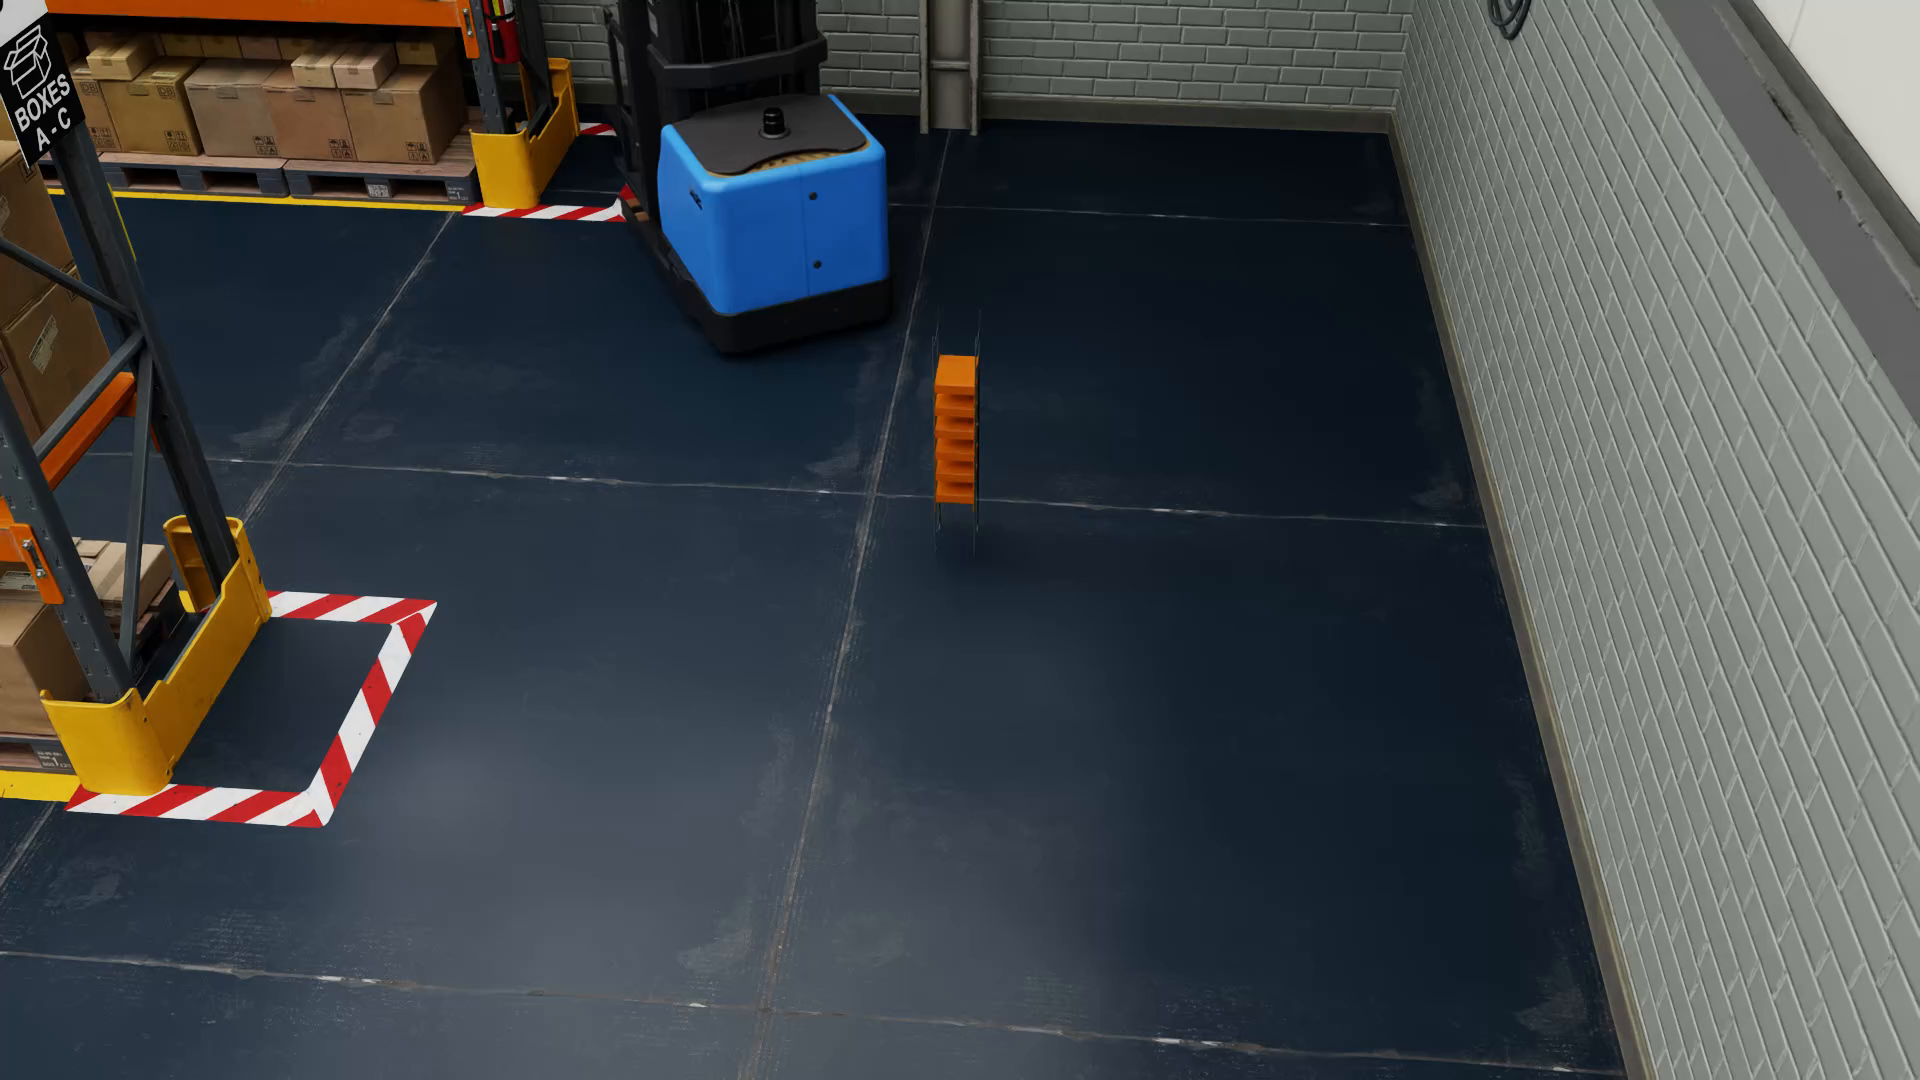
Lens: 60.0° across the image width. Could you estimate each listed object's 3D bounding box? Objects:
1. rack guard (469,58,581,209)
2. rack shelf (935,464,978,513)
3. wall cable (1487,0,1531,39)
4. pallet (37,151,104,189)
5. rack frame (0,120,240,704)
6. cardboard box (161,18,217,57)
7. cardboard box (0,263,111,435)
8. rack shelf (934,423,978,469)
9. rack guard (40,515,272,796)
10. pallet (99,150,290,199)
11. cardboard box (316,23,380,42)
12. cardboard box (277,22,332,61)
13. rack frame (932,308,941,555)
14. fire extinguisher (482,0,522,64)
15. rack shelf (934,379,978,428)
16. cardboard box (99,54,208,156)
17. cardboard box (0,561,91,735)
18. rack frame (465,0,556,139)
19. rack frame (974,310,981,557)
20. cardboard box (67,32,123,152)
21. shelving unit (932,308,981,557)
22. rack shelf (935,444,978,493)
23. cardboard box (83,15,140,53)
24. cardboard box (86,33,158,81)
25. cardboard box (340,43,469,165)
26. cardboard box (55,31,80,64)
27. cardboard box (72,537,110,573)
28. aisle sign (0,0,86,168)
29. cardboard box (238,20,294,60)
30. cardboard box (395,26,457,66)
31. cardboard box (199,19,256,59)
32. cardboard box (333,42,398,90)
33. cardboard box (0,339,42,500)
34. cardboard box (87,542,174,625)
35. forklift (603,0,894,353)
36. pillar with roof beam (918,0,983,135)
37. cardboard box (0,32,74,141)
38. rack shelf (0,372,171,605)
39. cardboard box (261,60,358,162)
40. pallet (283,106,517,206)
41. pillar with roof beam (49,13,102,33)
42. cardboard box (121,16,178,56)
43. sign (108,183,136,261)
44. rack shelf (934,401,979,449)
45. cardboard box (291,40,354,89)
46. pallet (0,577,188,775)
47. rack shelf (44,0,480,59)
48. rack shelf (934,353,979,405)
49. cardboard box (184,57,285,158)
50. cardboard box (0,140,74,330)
[{"bbox_3d":[-2.802,-2.652,10.782,0.348,0.500,1.175,3,39,4],"label":"rack guard"},{"bbox_3d":[-0.014,-0.246,7.722,0.180,0.103,0.258,3,39,4],"label":"rack shelf"},{"bbox_3d":[2.778,-4.212,8.427,0.112,2.526,3.097,3,39,4],"label":"wall cable"},{"bbox_3d":[-6.060,-2.668,11.031,1.213,0.211,1.003,3,39,4],"label":"pallet"},{"bbox_3d":[-3.250,-0.507,6.167,0.127,3.000,1.000,3,39,4],"label":"rack frame"},{"bbox_3d":[-4.906,-3.244,10.663,0.250,0.149,0.380,2,39,3],"label":"cardboard box"},{"bbox_3d":[-3.669,-0.736,6.369,0.500,0.500,0.500,4,39,5],"label":"cardboard box"},{"bbox_3d":[-0.014,-0.432,7.571,0.180,0.103,0.258,3,39,4],"label":"rack shelf"},{"bbox_3d":[-3.325,0.458,6.961,0.348,0.500,1.175,3,39,4],"label":"rack guard"},{"bbox_3d":[-4.841,-2.603,10.952,1.213,0.211,1.003,3,39,4],"label":"pallet"},{"bbox_3d":[-3.895,-3.189,10.596,0.250,0.149,0.380,3,39,4],"label":"cardboard box"},{"bbox_3d":[-4.144,-3.203,10.613,0.250,0.149,0.380,3,39,4],"label":"cardboard box"},{"bbox_3d":[-0.106,-0.471,7.549,0.006,1.200,0.240,3,39,4],"label":"rack frame"},{"bbox_3d":[-2.716,-3.149,9.770,0.183,0.674,0.296,3,39,4],"label":"fire extinguisher"},{"bbox_3d":[-0.014,-0.618,7.419,0.180,0.103,0.258,3,39,4],"label":"rack shelf"},{"bbox_3d":[-5.063,-2.870,10.717,0.500,0.500,0.700,4,39,5],"label":"cardboard box"},{"bbox_3d":[-3.813,0.417,6.663,0.500,0.500,0.500,3,39,4],"label":"cardboard box"},{"bbox_3d":[-2.826,-3.622,9.995,0.127,3.000,1.000,3,39,4],"label":"rack frame"},{"bbox_3d":[0.077,-0.461,7.537,0.006,1.200,0.240,3,39,4],"label":"rack frame"},{"bbox_3d":[-5.575,-2.899,10.754,0.500,0.500,0.700,3,39,3],"label":"cardboard box"},{"bbox_3d":[-0.014,-0.466,7.543,0.189,1.200,0.258,3,39,4],"label":"shelving unit"},{"bbox_3d":[-0.014,-0.339,7.646,0.180,0.103,0.258,3,39,4],"label":"rack shelf"},{"bbox_3d":[-5.414,-3.272,10.697,0.250,0.149,0.380,2,39,2],"label":"cardboard box"},{"bbox_3d":[-5.229,-3.018,10.386,0.250,0.149,0.380,2,39,3],"label":"cardboard box"},{"bbox_3d":[-3.532,-2.791,10.621,0.500,0.500,0.700,3,39,4],"label":"cardboard box"},{"bbox_3d":[-5.749,-3.047,10.421,0.250,0.149,0.380,4,39,5],"label":"cardboard box"},{"bbox_3d":[-3.886,0.169,7.233,0.250,0.166,0.380,3,39,4],"label":"cardboard box"},{"bbox_3d":[-3.156,-1.696,5.569,0.004,0.787,0.394,3,39,4],"label":"aisle sign"},{"bbox_3d":[-4.398,-3.216,10.629,0.250,0.149,0.380,4,39,4],"label":"cardboard box"},{"bbox_3d":[-3.390,-3.162,10.562,0.250,0.149,0.380,3,39,4],"label":"cardboard box"},{"bbox_3d":[-4.653,-3.230,10.646,0.250,0.149,0.380,4,39,4],"label":"cardboard box"},{"bbox_3d":[-3.676,-2.935,10.284,0.250,0.149,0.380,3,39,3],"label":"cardboard box"},{"bbox_3d":[-3.719,-0.399,5.955,0.500,0.500,0.500,4,39,5],"label":"cardboard box"},{"bbox_3d":[-3.637,0.189,7.222,0.250,0.149,0.380,3,39,4],"label":"cardboard box"},{"bbox_3d":[-1.448,-3.082,9.386,1.130,2.935,3.031,-16,42,-19],"label":"forklift"},{"bbox_3d":[-0.433,-3.639,5.262,0.400,9.000,9.100,3,39,4],"label":"pillar with roof beam"},{"bbox_3d":[-6.075,-2.929,10.790,0.500,0.500,0.700,4,39,4],"label":"cardboard box"},{"bbox_3d":[-5.242,-0.337,6.528,4.000,0.370,1.077,3,39,4],"label":"rack shelf"},{"bbox_3d":[-4.030,-2.818,10.654,0.500,0.500,0.700,3,39,4],"label":"cardboard box"},{"bbox_3d":[-3.629,-2.535,10.868,1.213,0.211,1.003,3,39,4],"label":"pallet"},{"bbox_3d":[-6.410,-3.965,5.664,0.400,9.000,9.100,3,39,4],"label":"pillar with roof beam"},{"bbox_3d":[-5.163,-3.257,10.680,0.250,0.149,0.380,4,39,4],"label":"cardboard box"},{"bbox_3d":[-3.203,-1.184,6.313,0.005,0.325,0.100,3,39,4],"label":"sign"},{"bbox_3d":[-0.014,-0.525,7.495,0.180,0.103,0.258,3,39,4],"label":"rack shelf"},{"bbox_3d":[-3.930,-2.949,10.300,0.250,0.149,0.380,4,39,5],"label":"cardboard box"},{"bbox_3d":[-4.120,0.528,7.105,1.213,0.211,1.003,3,39,4],"label":"pallet"},{"bbox_3d":[-4.819,-3.452,10.356,4.000,0.370,1.077,3,39,4],"label":"rack shelf"},{"bbox_3d":[-0.014,-0.711,7.343,0.180,0.103,0.258,3,39,4],"label":"rack shelf"},{"bbox_3d":[-4.532,-2.845,10.687,0.500,0.500,0.700,2,39,2],"label":"cardboard box"},{"bbox_3d":[-3.669,-1.123,6.053,0.500,0.500,0.500,4,39,5],"label":"cardboard box"}]
